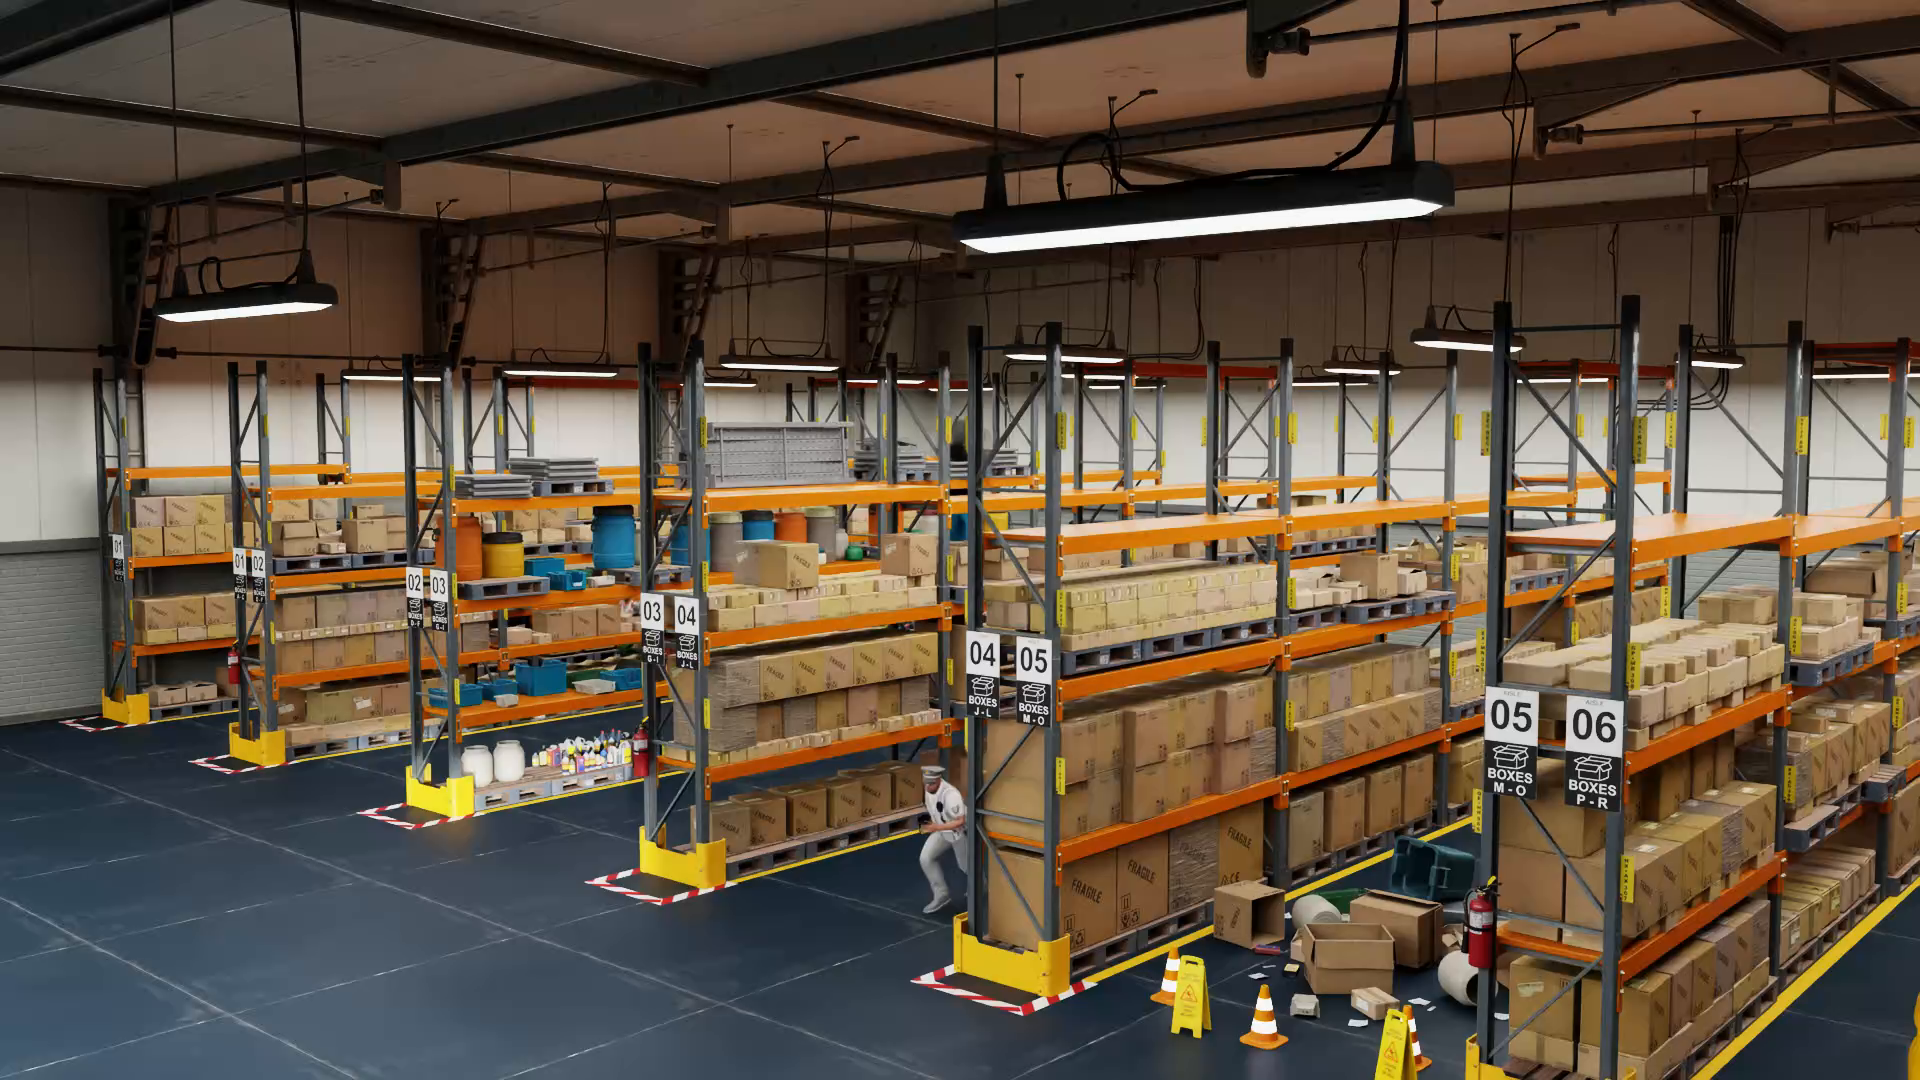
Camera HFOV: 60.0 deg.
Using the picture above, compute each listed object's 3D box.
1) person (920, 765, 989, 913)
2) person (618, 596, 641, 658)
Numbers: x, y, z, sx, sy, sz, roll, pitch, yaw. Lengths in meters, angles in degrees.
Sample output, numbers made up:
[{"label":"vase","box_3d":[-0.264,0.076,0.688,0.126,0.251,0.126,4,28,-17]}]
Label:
[{"label":"person","box_3d":[-0.062,3.083,17.439,0.684,1.568,1.130,4,6,44]},{"label":"person","box_3d":[-6.705,1.817,33.819,0.665,1.740,0.749,2,5,26]}]
